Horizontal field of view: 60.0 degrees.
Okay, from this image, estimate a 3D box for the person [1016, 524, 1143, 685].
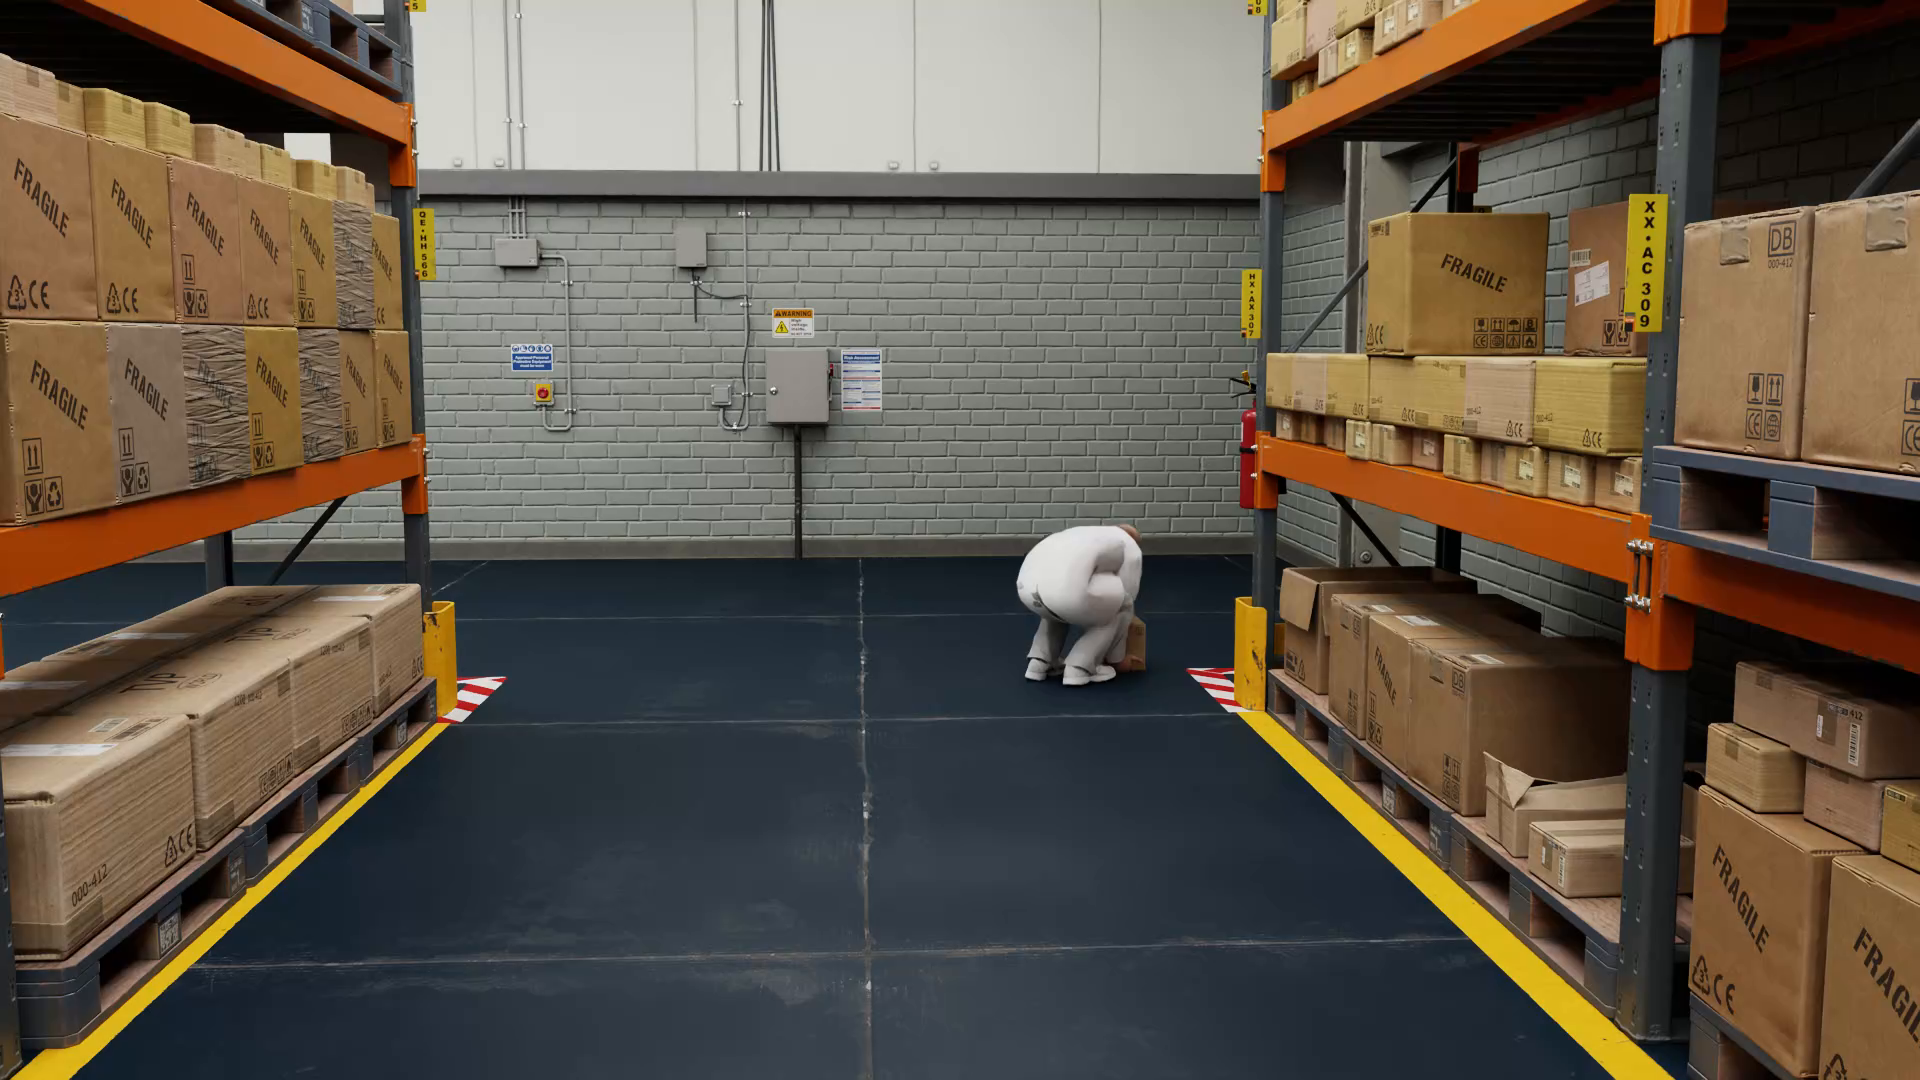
[{"bbox_3d":[0.673,0.336,8.781,0.577,0.803,0.958,5,9,38],"label":"person"}]
